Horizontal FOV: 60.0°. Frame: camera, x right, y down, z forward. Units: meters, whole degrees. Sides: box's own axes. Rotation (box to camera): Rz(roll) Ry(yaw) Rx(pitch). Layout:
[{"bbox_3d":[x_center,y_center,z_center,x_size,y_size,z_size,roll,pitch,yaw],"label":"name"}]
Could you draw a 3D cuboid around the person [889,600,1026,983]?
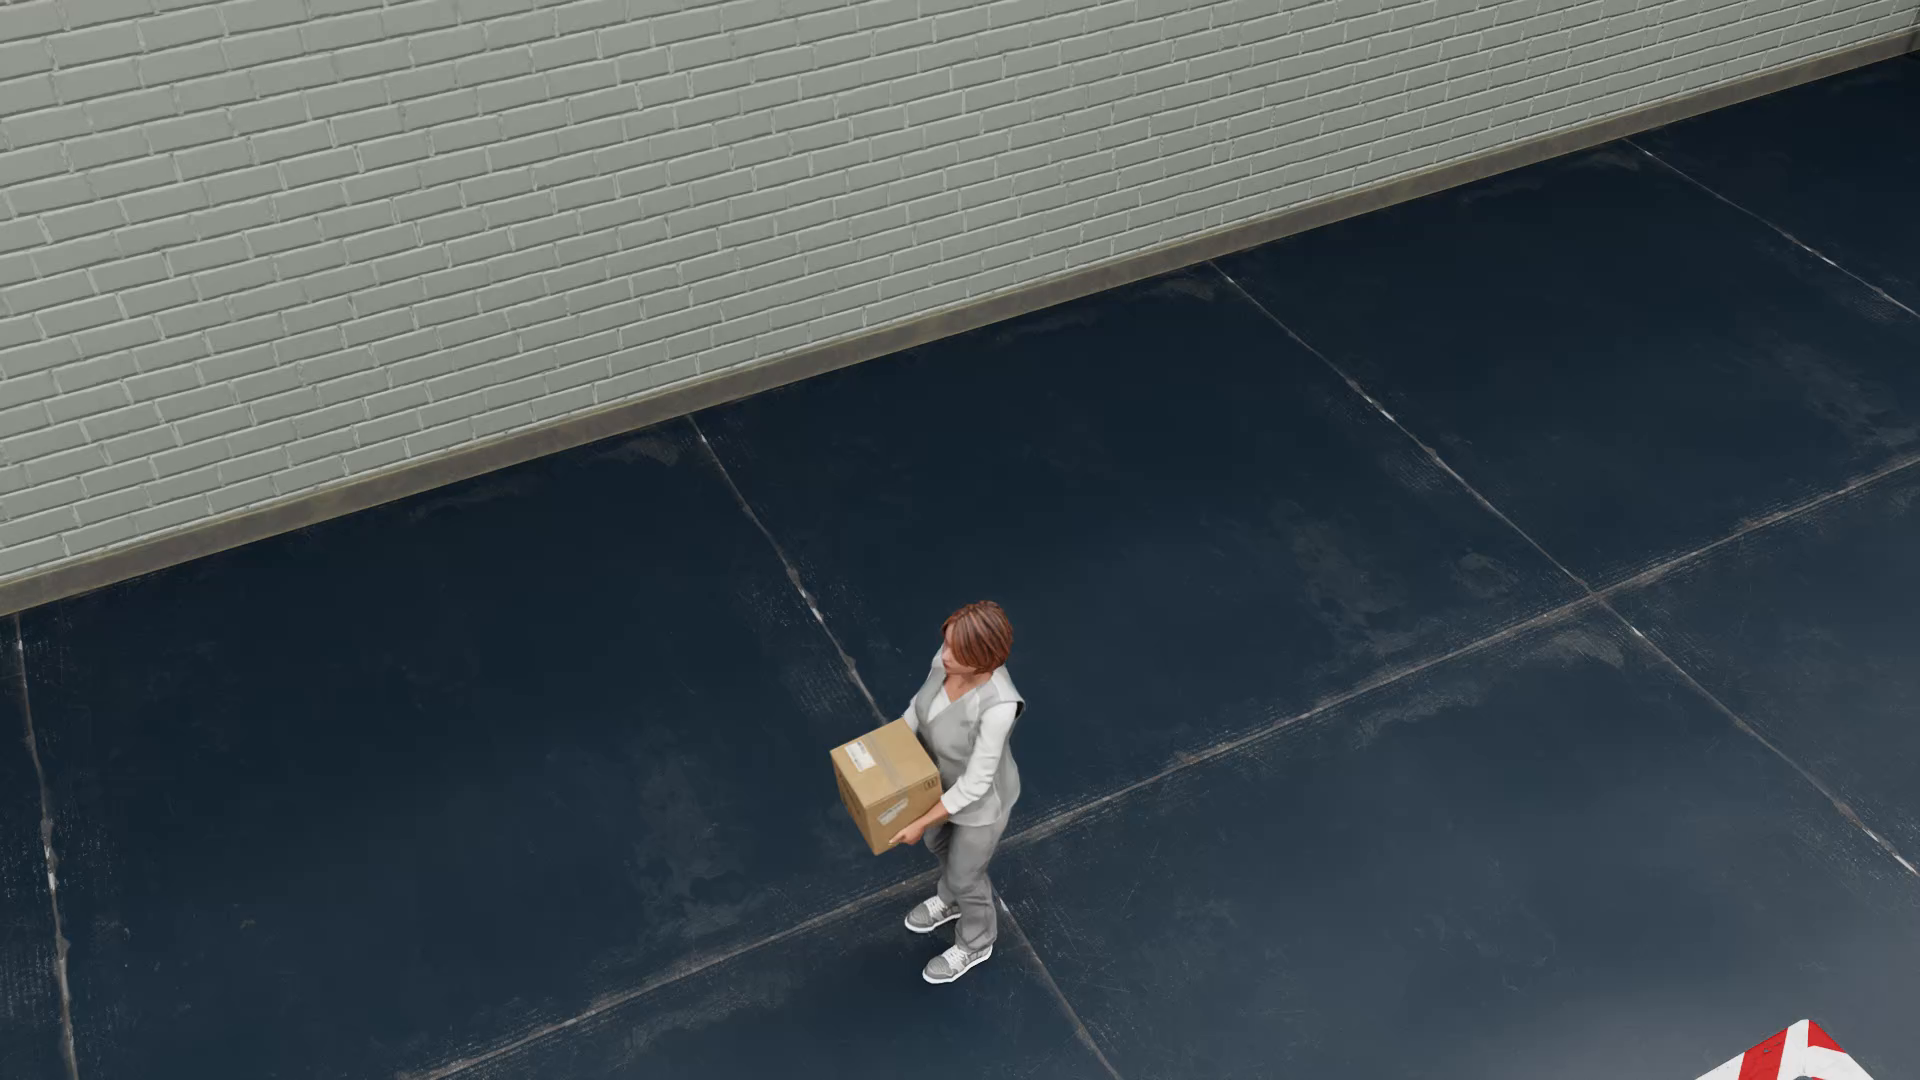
[{"bbox_3d":[-0.057,0.819,5.250,0.489,1.596,0.425,-19,45,-20],"label":"person"}]
